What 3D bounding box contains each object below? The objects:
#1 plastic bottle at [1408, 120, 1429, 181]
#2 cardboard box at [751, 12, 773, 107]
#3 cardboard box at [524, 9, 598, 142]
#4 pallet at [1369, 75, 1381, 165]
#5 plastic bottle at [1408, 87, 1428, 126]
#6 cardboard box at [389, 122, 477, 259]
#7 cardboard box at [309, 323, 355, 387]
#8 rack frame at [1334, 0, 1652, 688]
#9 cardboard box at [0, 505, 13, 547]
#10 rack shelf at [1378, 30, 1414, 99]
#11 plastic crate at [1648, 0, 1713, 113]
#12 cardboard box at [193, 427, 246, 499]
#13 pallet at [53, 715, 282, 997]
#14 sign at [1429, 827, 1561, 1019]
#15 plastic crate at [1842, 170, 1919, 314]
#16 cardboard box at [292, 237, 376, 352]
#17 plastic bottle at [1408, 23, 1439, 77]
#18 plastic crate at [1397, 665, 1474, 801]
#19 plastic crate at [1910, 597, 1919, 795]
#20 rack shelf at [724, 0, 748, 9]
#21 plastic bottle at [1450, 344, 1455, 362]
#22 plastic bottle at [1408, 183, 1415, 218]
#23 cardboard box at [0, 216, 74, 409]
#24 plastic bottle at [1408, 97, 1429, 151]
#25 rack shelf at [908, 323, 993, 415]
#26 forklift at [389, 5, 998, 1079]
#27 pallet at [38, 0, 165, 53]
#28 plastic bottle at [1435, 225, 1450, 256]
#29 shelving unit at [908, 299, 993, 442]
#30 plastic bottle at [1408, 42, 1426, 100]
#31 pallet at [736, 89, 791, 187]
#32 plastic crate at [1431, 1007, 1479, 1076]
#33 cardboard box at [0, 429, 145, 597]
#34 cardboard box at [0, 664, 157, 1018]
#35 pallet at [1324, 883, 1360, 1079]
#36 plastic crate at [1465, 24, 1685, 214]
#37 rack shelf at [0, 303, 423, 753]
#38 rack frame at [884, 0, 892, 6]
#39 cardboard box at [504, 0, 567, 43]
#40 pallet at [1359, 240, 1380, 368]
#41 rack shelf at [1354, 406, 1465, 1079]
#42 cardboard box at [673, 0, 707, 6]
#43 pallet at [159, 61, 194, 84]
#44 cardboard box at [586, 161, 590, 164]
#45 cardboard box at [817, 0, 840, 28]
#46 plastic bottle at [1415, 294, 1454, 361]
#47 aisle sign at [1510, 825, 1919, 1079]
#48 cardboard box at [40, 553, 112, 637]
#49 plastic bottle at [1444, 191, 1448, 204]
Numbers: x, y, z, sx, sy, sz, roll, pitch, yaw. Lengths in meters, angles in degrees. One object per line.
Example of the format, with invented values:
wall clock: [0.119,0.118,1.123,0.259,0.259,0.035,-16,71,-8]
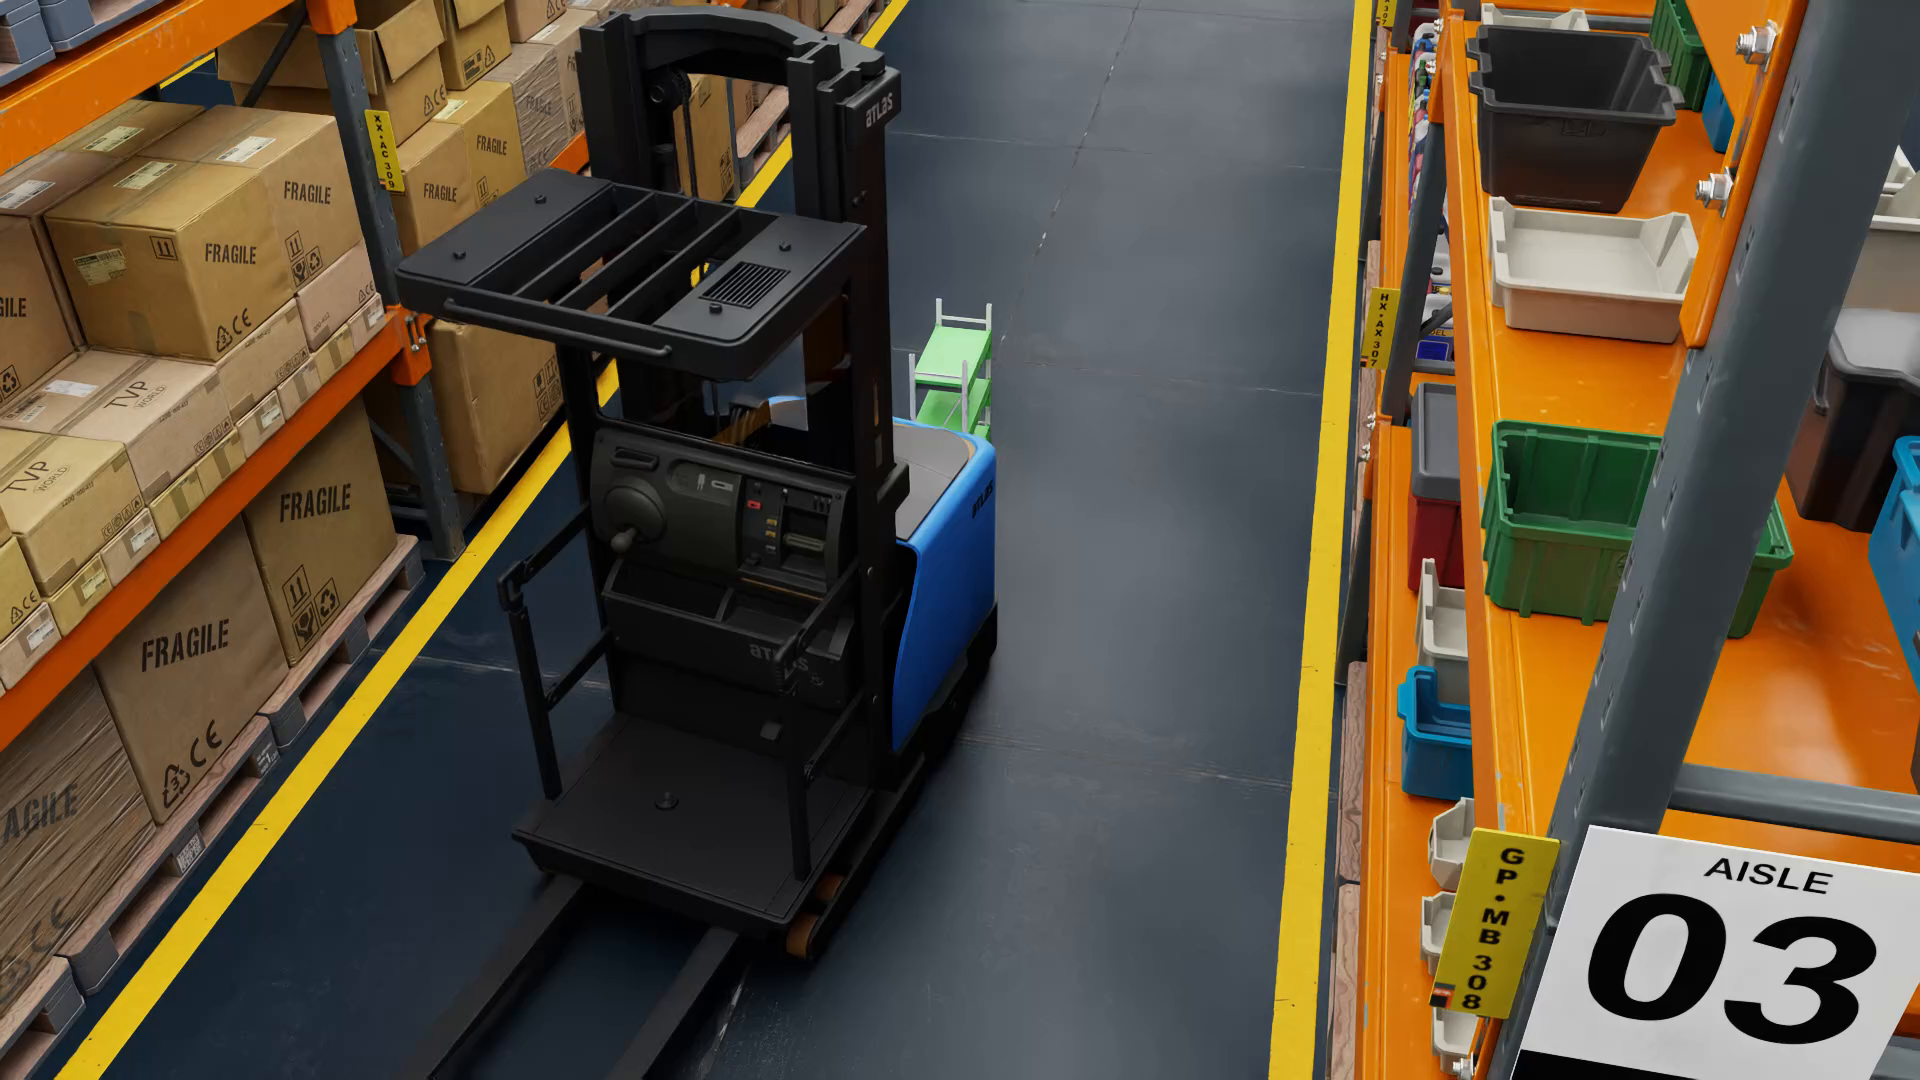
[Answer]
plastic bottle: [2.205,-1.821,7.812,0.152,0.276,0.135,7,37,10]
cardboard box: [-1.700,-3.367,11.595,0.700,0.500,0.500,4,36,6]
cardboard box: [-2.122,-2.346,8.346,0.500,0.500,0.500,8,37,11]
pallet: [3.375,-2.881,11.546,1.003,0.211,1.213,7,37,10]
plastic bottle: [2.322,-2.181,8.373,0.097,0.201,0.097,0,36,0]
cardboard box: [-2.441,-1.474,7.143,0.500,0.500,0.500,7,37,10]
cardboard box: [-2.584,-0.736,6.424,0.380,0.149,0.250,8,37,11]
rack frame: [2.055,-0.581,5.995,1.000,3.000,0.127,7,37,10]
cardboard box: [-3.060,-0.097,4.564,0.500,0.500,0.500,6,36,9]
rack shelf: [3.336,-3.729,10.952,1.077,0.370,4.000,7,37,10]
plastic crate: [2.260,-1.429,4.790,0.450,0.188,0.662,7,37,10]
cardboard box: [-2.748,-0.294,5.814,0.380,0.149,0.250,8,37,11]
pallet: [-3.281,1.055,6.114,1.003,0.211,1.213,7,37,10]
sign: [0.660,0.481,2.064,0.100,0.325,0.005,7,37,10]
plastic crate: [1.975,-0.686,3.685,0.437,0.282,0.530,7,37,10]
cardboard box: [-2.622,-0.975,6.414,0.500,0.250,0.500,7,36,9]
plastic bottle: [2.501,-2.616,8.909,0.152,0.276,0.135,7,37,10]
plastic crate: [1.389,0.546,4.531,0.416,0.233,0.300,7,37,10]
plastic crate: [1.555,0.365,2.246,0.497,0.269,0.590,7,37,10]
rack shelf: [-1.502,-4.350,11.809,1.077,0.370,4.000,7,37,10]
plastic bottle: [1.949,-0.762,6.414,0.097,0.201,0.097,0,36,0]
plastic bottle: [2.085,-1.545,7.495,0.097,0.201,0.097,0,36,0]
cardboard box: [-3.355,-0.742,5.453,0.500,0.500,0.500,6,36,8]
plastic bottle: [2.252,-2.021,8.093,0.097,0.271,0.097,0,36,0]
rack shelf: [-0.035,-0.728,7.023,0.258,0.148,0.480,7,37,10]
forklift: [-0.880,-0.024,5.285,1.130,2.935,3.031,14,38,18]
pallet: [-2.969,-1.912,5.352,1.003,0.211,1.213,7,37,10]
plastic bottle: [1.931,-1.129,6.793,0.144,0.351,0.185,7,37,10]
shelving unit: [-0.035,-0.391,7.267,0.258,1.200,0.503,7,37,10]
plastic bottle: [2.386,-2.436,8.655,0.061,0.283,0.133,7,37,10]
pallet: [-1.761,-2.813,11.452,1.003,0.211,1.213,7,37,10]
plastic crate: [1.274,1.140,3.794,0.396,0.136,0.243,7,37,10]
cardboard box: [-2.950,-0.096,5.200,0.500,0.250,0.500,7,36,9]
cardboard box: [-3.385,0.883,5.428,0.875,0.875,0.875,7,37,10]
pallet: [1.677,1.676,5.257,1.003,0.211,1.213,7,37,10]
plastic crate: [1.522,-1.065,4.218,0.497,0.269,0.590,7,37,10]
rack shelf: [-3.211,0.236,5.481,1.077,0.370,4.000,7,37,10]
rack frame: [-1.075,-5.788,13.180,1.000,3.000,0.127,7,37,10]
cardboard box: [-2.380,-2.766,8.070,0.797,0.503,0.637,8,37,11]
pallet: [2.781,-1.288,9.347,1.003,0.211,1.213,7,37,10]
rack shelf: [1.628,0.857,4.624,1.077,0.370,4.000,7,37,10]
cardboard box: [-1.793,-3.221,9.553,0.500,0.500,0.500,8,37,11]
pallet: [-6.511,-3.488,12.383,1.003,0.211,1.213,7,37,10]
cardboard box: [-2.295,-1.901,9.270,1.225,0.875,0.875,7,37,10]
cardboard box: [-1.348,-4.334,12.928,0.700,0.500,0.500,7,37,10]
plastic bottle: [1.823,-0.797,6.399,0.152,0.276,0.135,7,37,10]
aisle sign: [0.899,0.664,2.062,0.394,0.787,0.004,7,37,10]
cardboard box: [-2.913,0.149,5.202,0.380,0.149,0.250,6,36,9]
plastic bottle: [2.038,-1.373,7.194,0.152,0.276,0.135,7,37,10]
